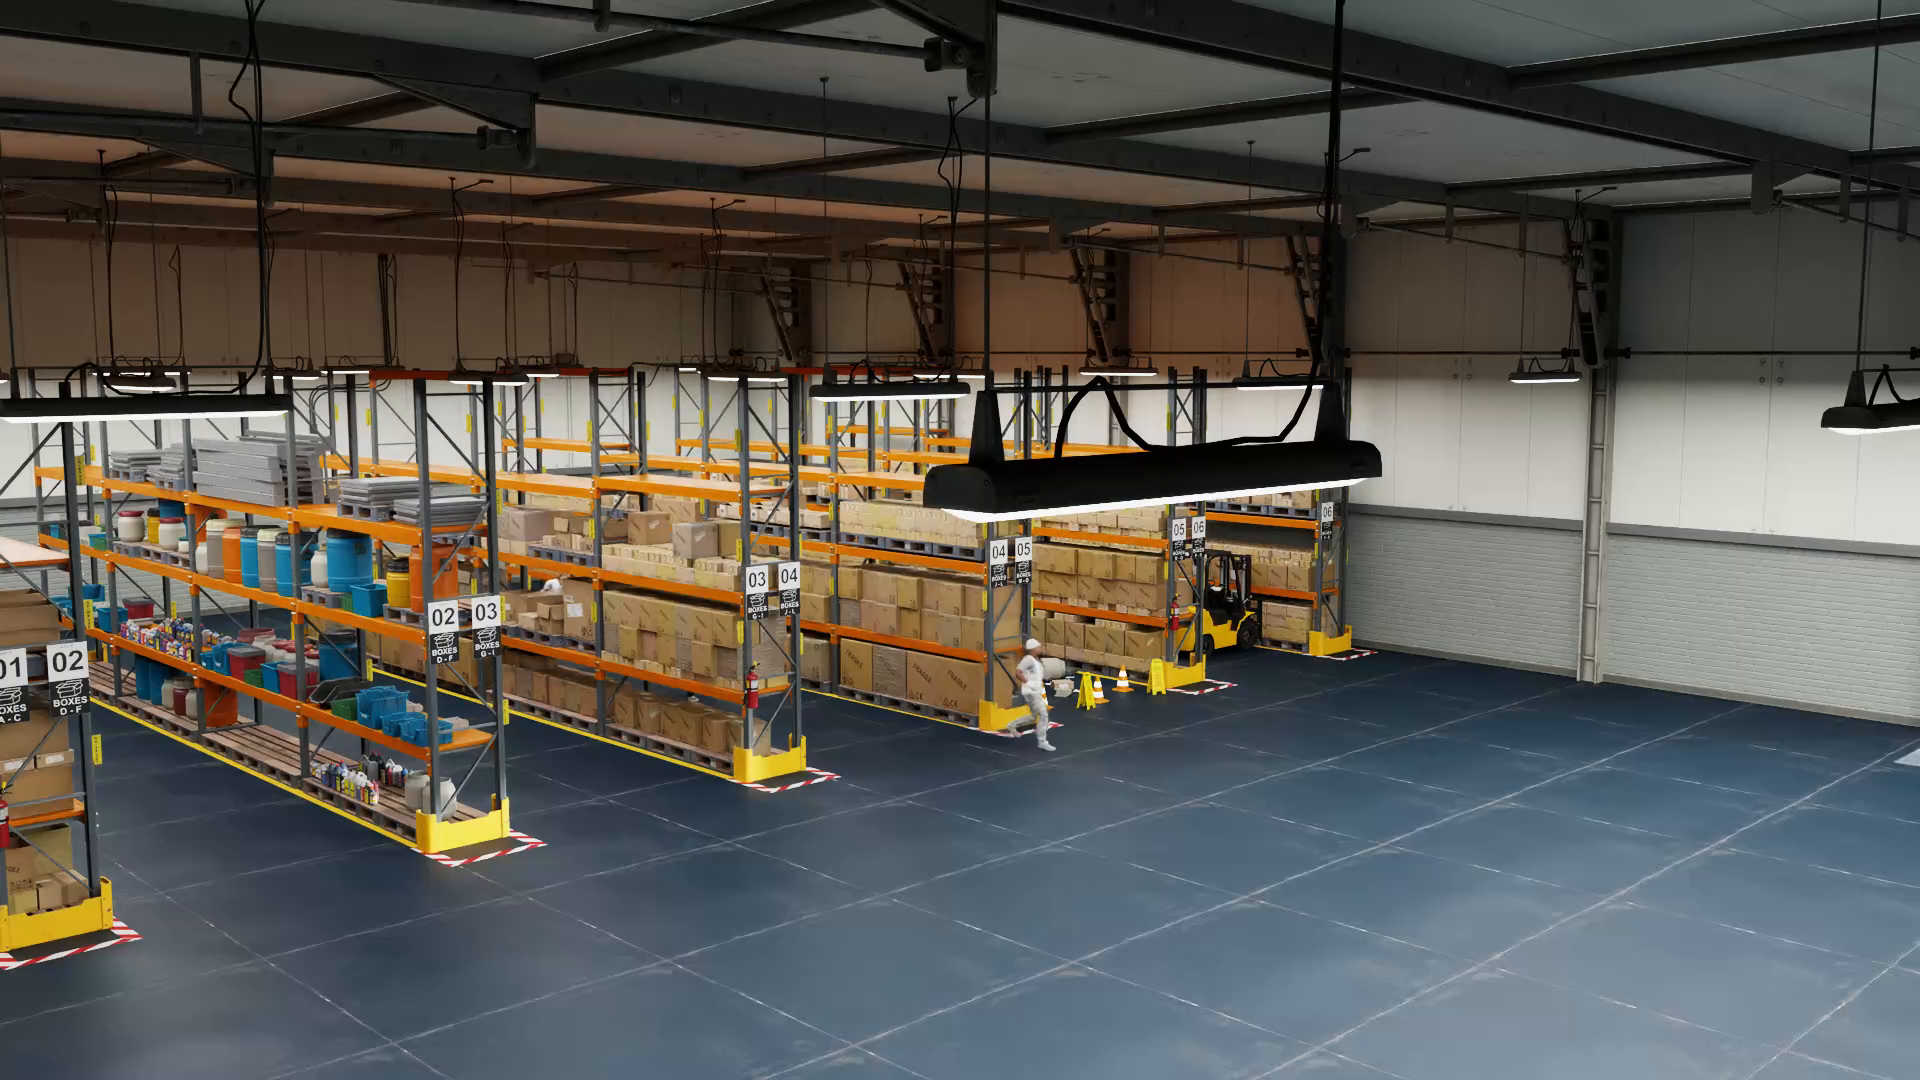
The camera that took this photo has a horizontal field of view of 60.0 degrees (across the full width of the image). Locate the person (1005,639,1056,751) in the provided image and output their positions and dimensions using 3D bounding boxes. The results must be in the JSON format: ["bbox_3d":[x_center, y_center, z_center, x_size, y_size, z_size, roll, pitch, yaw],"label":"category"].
[{"bbox_3d":[1.158,2.461,26.818,0.887,1.750,0.714,1,7,12],"label":"person"}]

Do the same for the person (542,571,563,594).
[{"bbox_3d":[-8.543,1.498,35.552,0.704,1.693,0.858,-5,8,-39],"label":"person"}]

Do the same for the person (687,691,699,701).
[{"bbox_3d":[-4.837,2.153,30.192,0.571,1.551,0.590,5,8,37],"label":"person"}]

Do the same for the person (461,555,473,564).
[{"bbox_3d":[-11.717,1.060,39.487,0.801,1.665,0.528,2,7,17],"label":"person"}]
